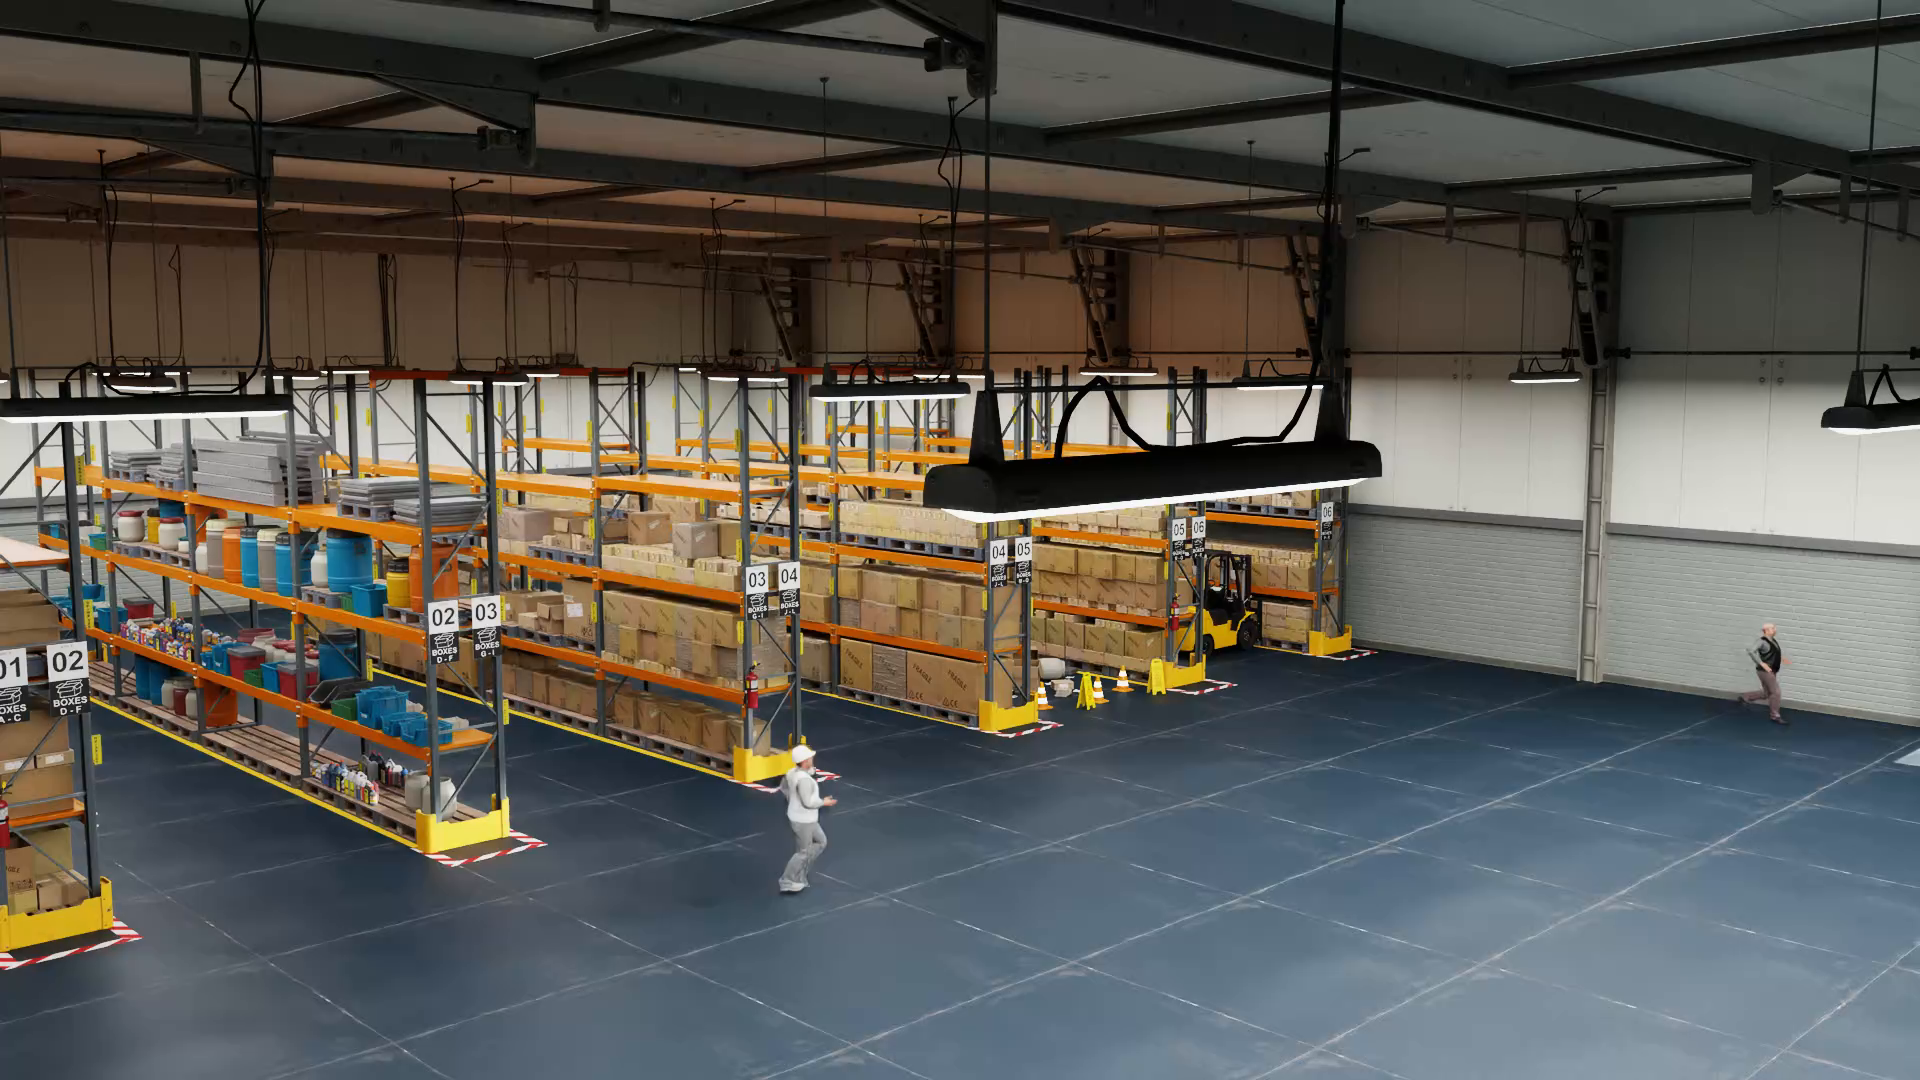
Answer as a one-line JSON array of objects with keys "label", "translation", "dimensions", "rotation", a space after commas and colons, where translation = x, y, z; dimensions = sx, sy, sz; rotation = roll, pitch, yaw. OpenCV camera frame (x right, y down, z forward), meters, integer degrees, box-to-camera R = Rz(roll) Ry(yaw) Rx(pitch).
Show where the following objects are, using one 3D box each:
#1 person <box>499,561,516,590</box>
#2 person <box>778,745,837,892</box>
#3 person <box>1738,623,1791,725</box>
[{"label": "person", "translation": [-10.997, 0.857, 40.599], "dimensions": [0.701, 1.847, 0.762], "rotation": [6, 9, 42]}, {"label": "person", "translation": [-1.801, 3.265, 19.496], "dimensions": [0.689, 1.766, 0.633], "rotation": [-2, 7, -15]}, {"label": "person", "translation": [13.825, 2.274, 28.562], "dimensions": [0.880, 1.721, 0.662], "rotation": [6, 9, 43]}]
